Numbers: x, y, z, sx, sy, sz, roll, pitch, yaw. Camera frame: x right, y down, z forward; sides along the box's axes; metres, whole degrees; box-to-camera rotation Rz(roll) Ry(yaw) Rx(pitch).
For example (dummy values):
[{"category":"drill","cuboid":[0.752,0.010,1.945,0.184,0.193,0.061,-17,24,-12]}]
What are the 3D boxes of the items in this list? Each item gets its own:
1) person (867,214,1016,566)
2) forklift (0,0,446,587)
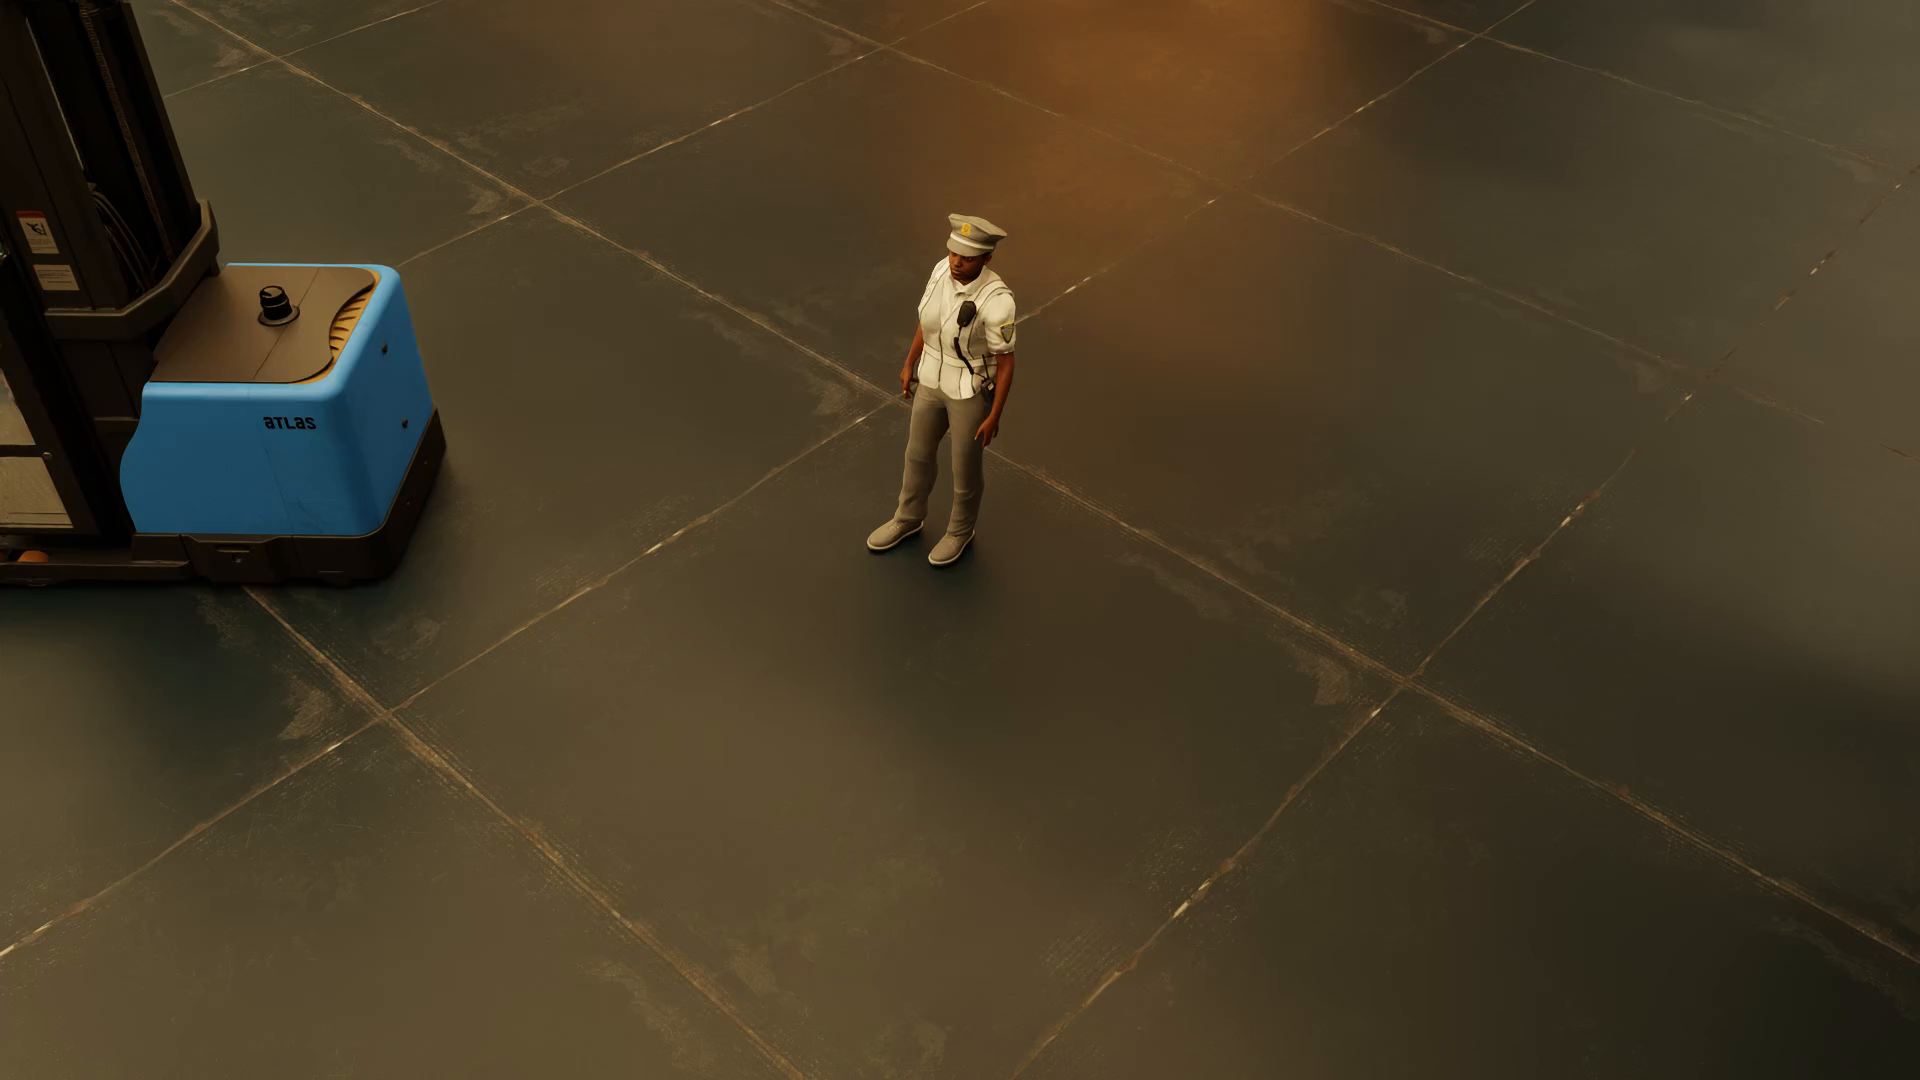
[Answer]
[{"category":"person","cuboid":[-0.065,-0.621,7.091,0.569,1.695,0.530,31,49,31]},{"category":"forklift","cuboid":[-4.022,-1.247,6.882,3.031,2.935,1.130,1,41,1]}]
